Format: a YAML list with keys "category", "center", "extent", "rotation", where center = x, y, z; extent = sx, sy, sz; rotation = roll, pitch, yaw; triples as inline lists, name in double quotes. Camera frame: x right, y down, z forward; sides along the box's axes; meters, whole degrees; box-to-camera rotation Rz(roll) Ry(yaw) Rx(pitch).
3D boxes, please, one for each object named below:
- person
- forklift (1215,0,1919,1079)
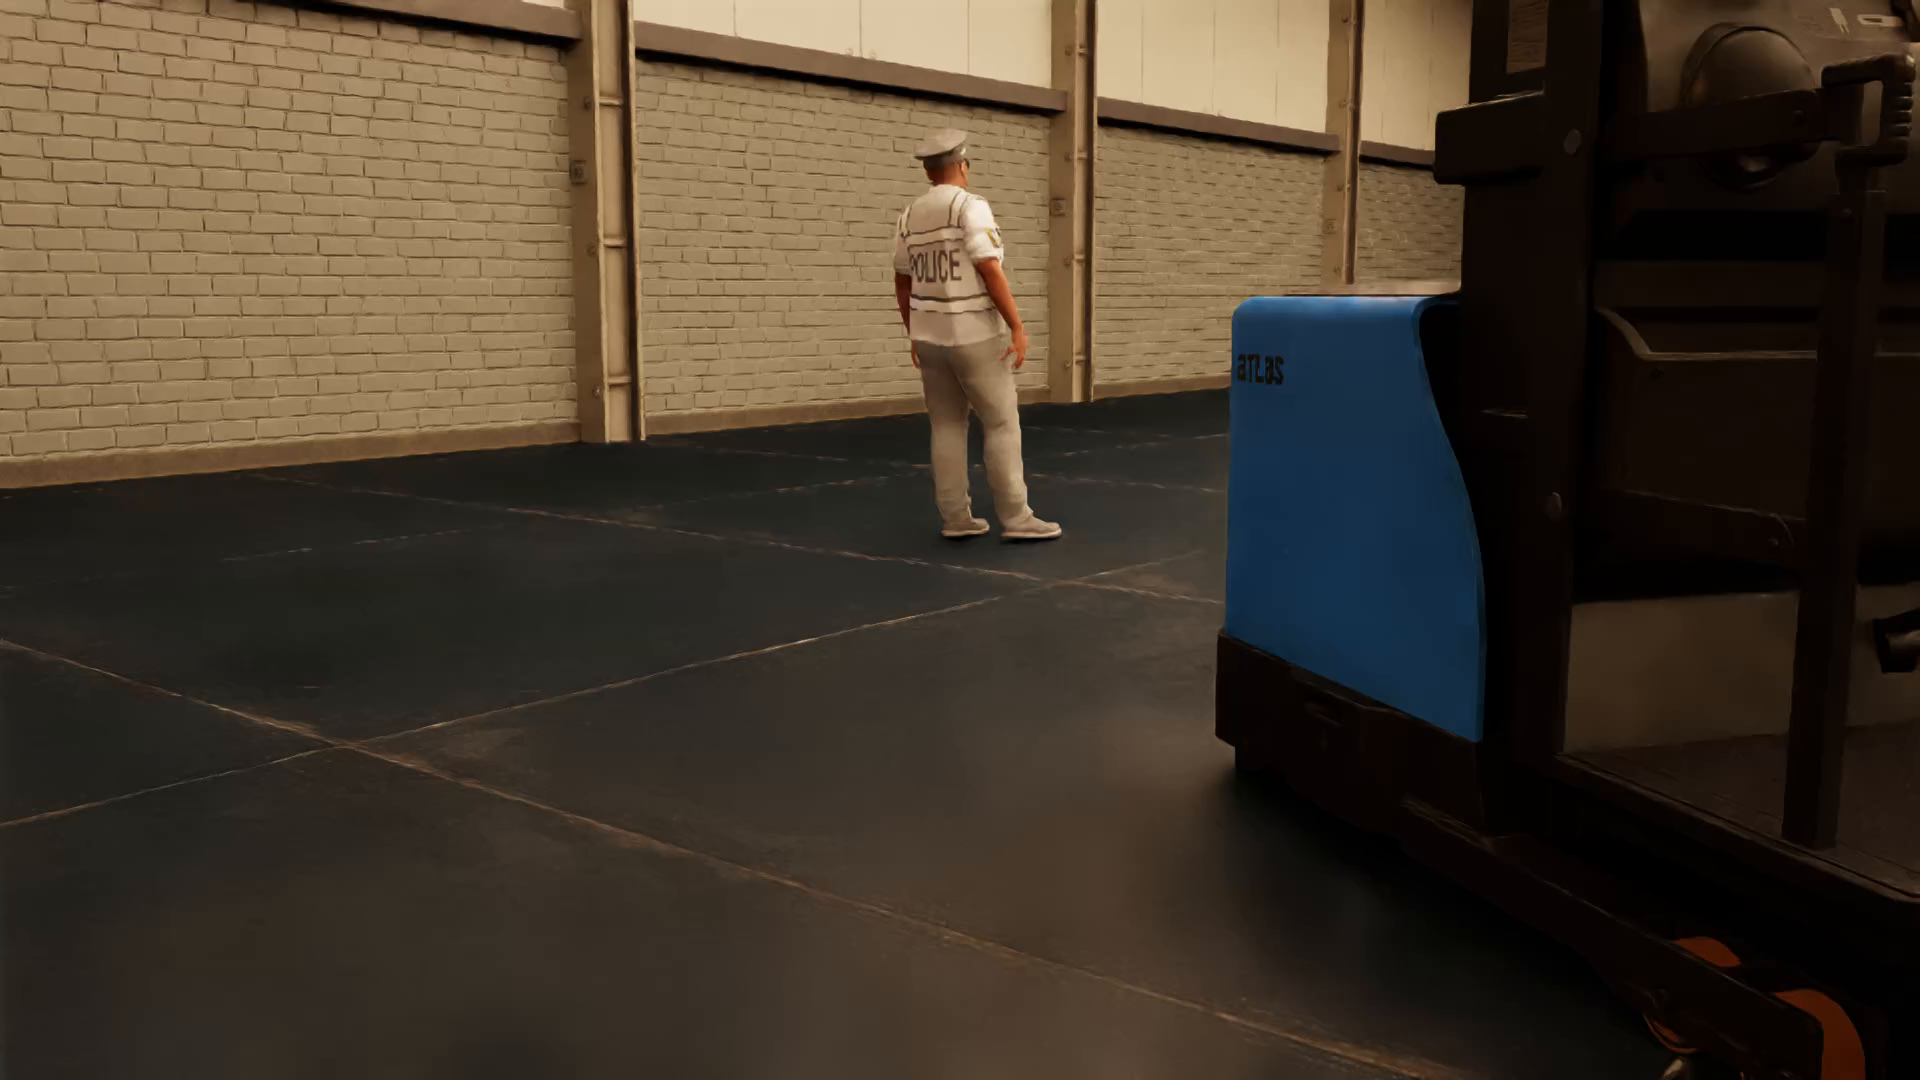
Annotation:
- category: "person"
  center: [0.058, -0.897, 7.327]
  extent: [0.640, 1.781, 0.574]
  rotation: [7, 11, 38]
- category: "forklift"
  center: [1.509, -0.752, 2.421]
  extent: [1.130, 2.935, 3.031]
  rotation: [-3, 9, -17]
